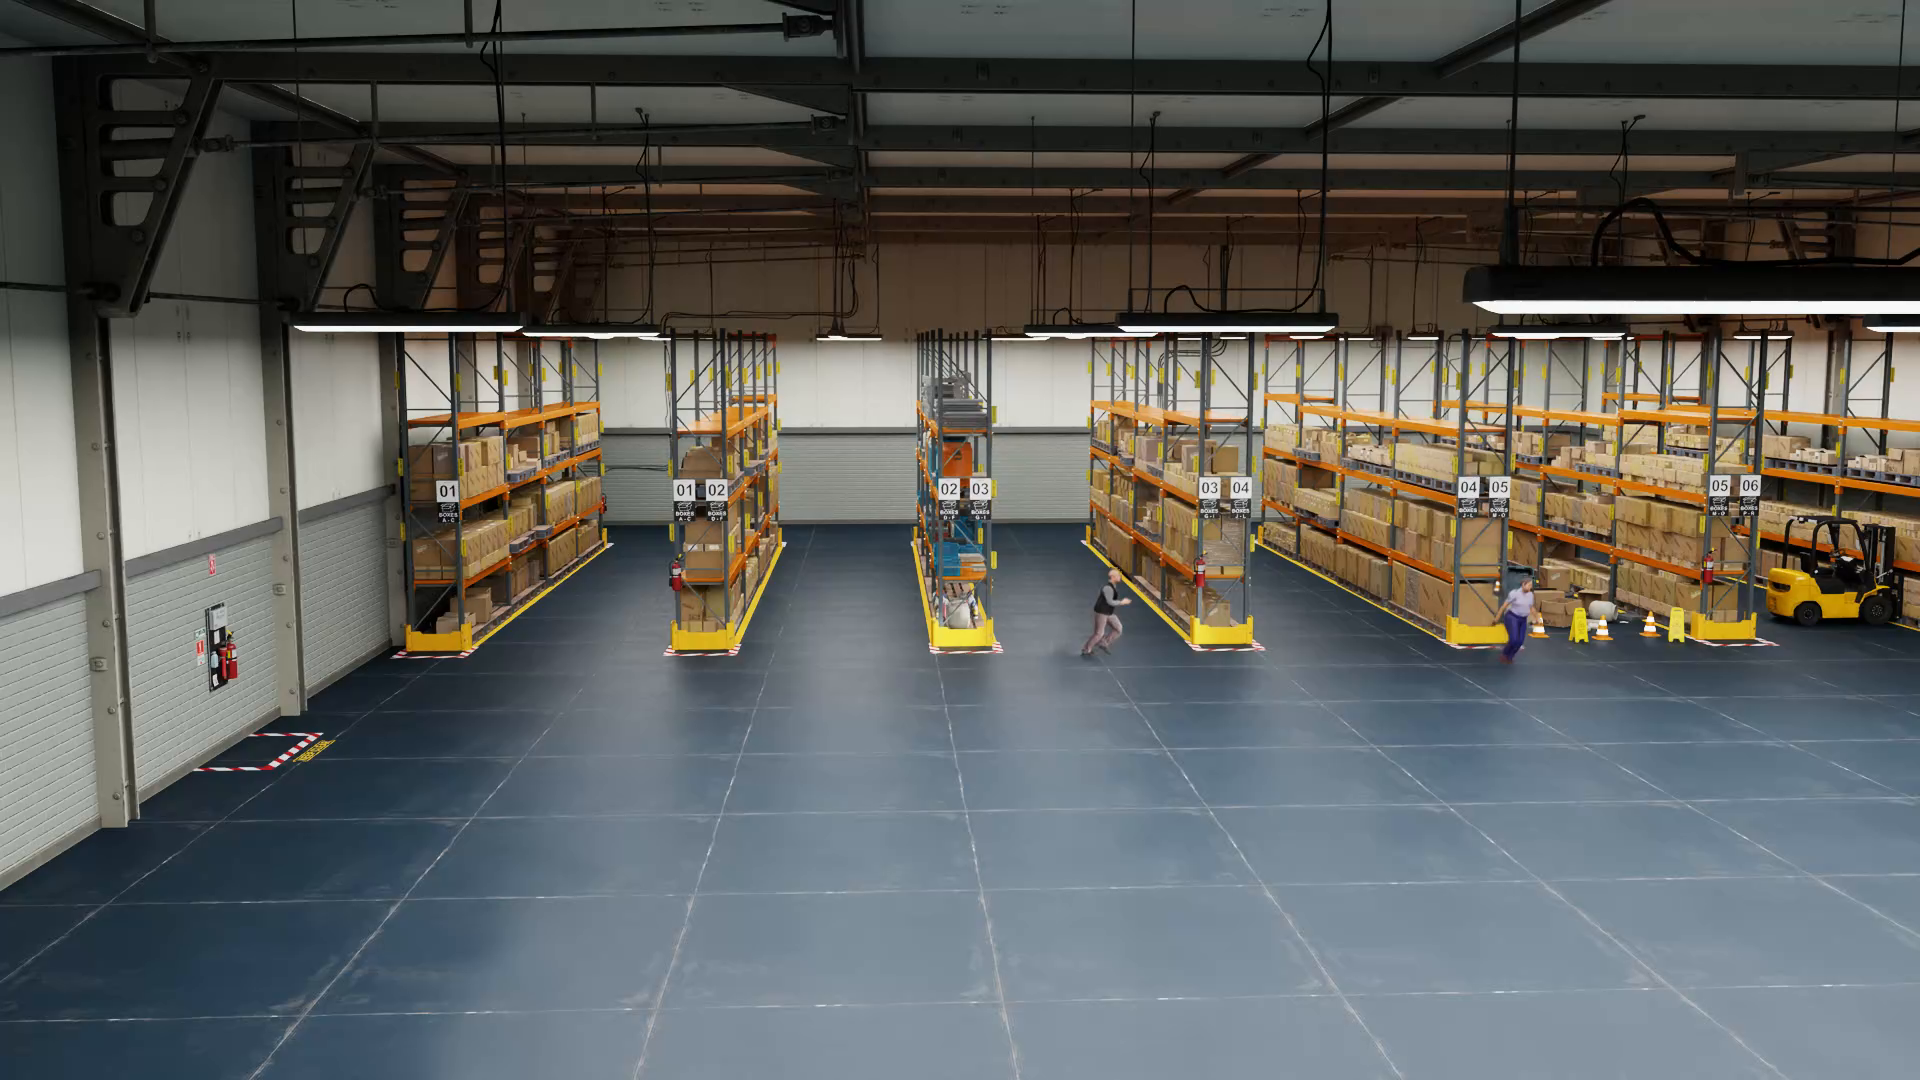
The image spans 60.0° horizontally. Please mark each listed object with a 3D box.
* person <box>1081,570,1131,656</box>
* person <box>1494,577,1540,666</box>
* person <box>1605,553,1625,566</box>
[{"bbox_3d":[2.673,1.335,30.315,0.930,1.621,0.643,2,7,20],"label":"person"},{"bbox_3d":[9.949,1.466,29.621,0.602,1.608,0.619,-3,7,-25],"label":"person"},{"bbox_3d":[16.908,-0.128,42.946,0.603,1.627,0.717,-2,7,-20],"label":"person"}]
